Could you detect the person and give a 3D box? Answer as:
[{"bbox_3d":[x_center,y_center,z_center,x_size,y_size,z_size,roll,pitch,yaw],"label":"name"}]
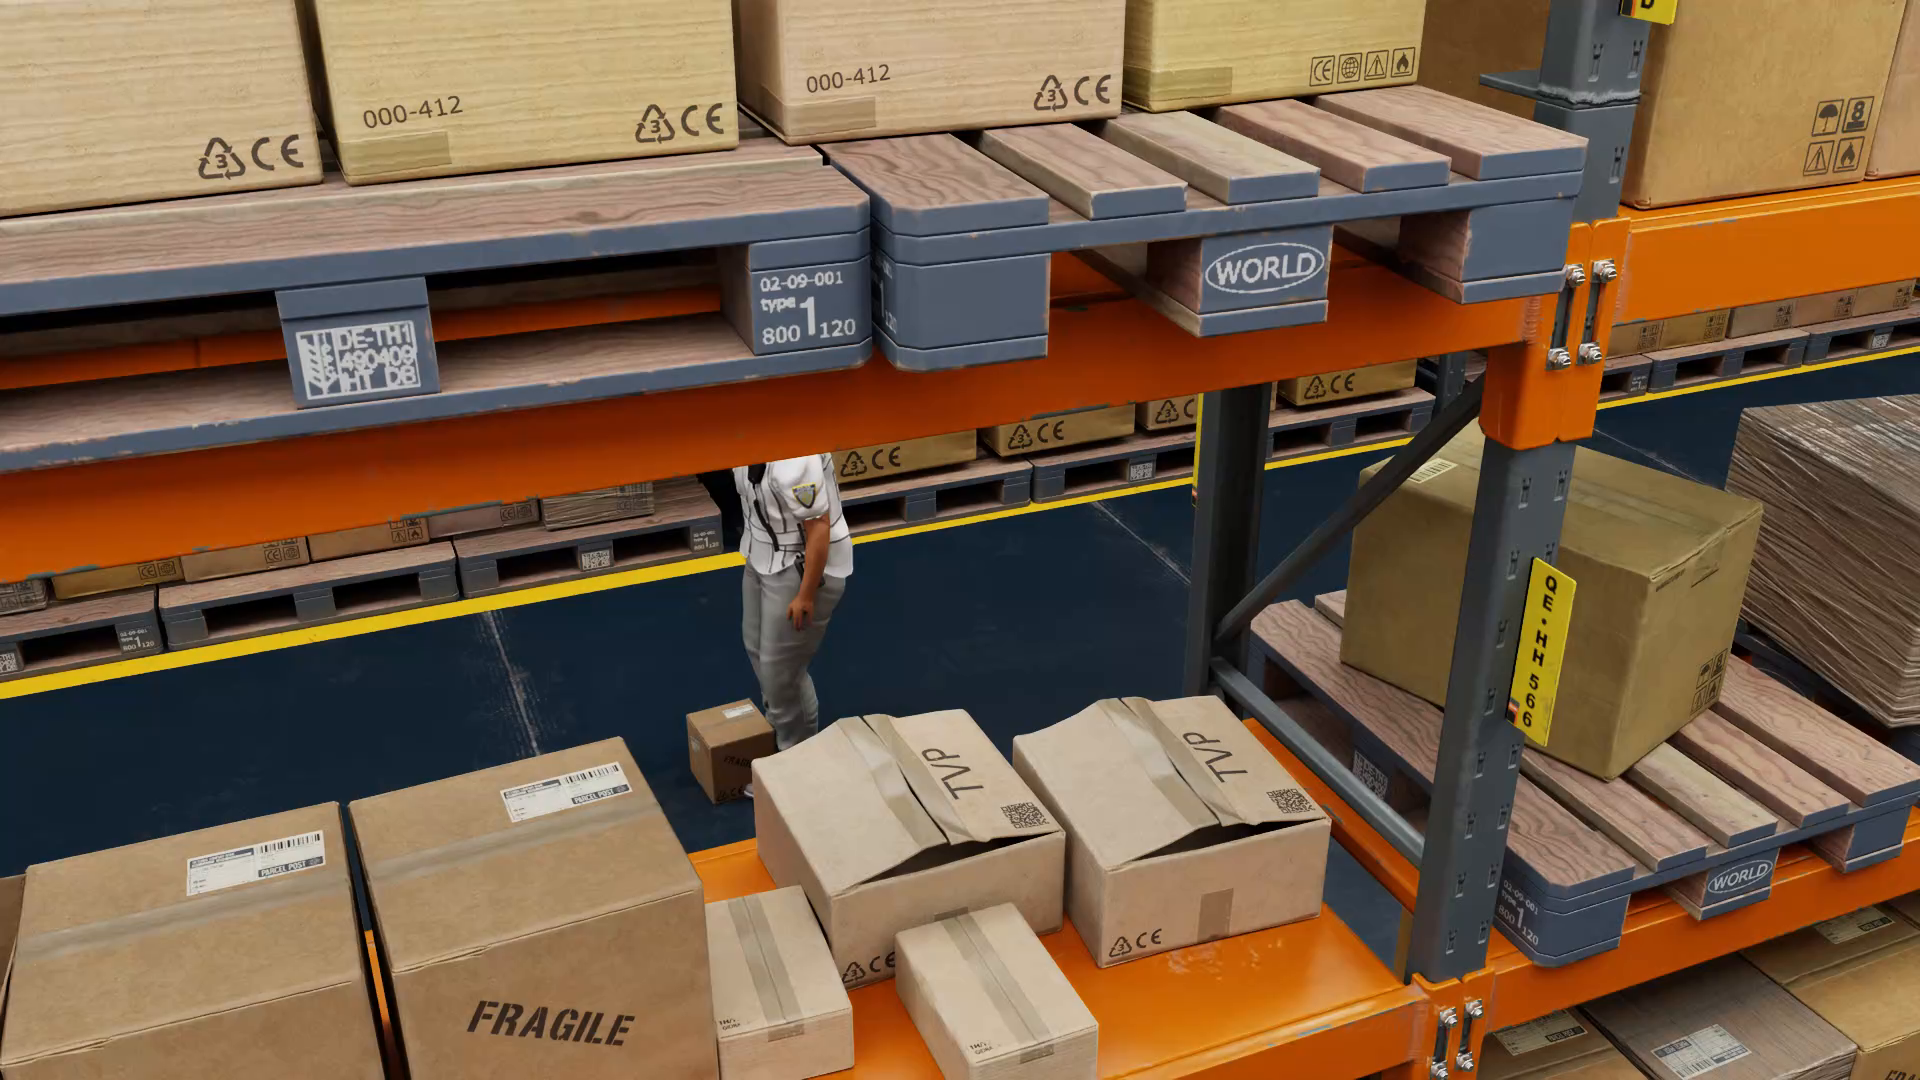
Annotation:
[{"bbox_3d":[-0.641,0.104,5.893,0.469,1.665,0.555,-12,29,-24],"label":"person"}]
